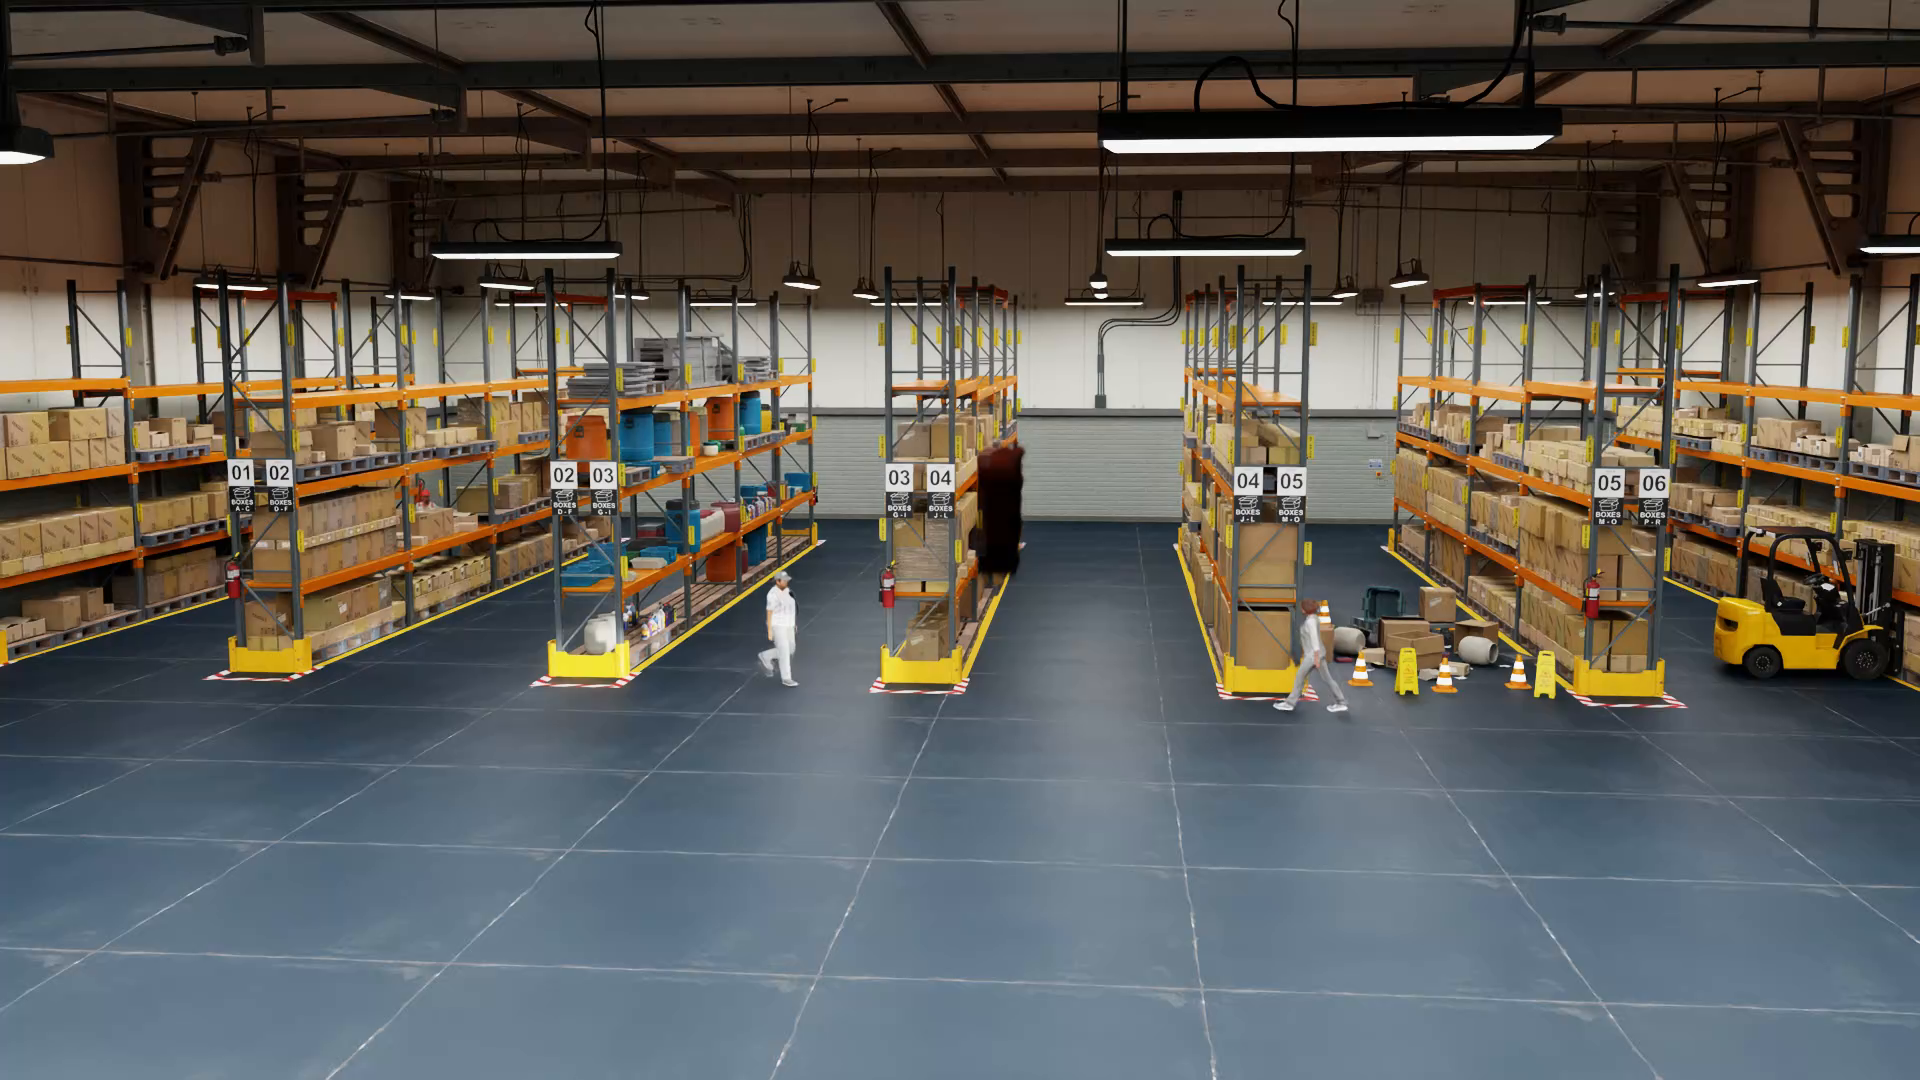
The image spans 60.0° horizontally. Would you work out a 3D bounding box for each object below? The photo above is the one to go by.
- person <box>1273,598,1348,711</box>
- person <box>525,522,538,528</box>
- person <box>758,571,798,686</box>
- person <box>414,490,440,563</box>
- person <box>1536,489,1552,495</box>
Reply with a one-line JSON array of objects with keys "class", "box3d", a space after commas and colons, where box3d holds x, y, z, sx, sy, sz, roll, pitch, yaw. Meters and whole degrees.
[{"class": "person", "box3d": [4.705, 1.530, 22.220, 0.976, 1.528, 0.462, 3, 7, 22]}, {"class": "person", "box3d": [-10.601, -0.797, 40.884, 0.520, 1.680, 1.036, 3, 7, 21]}, {"class": "person", "box3d": [-2.620, 1.253, 24.174, 0.842, 1.631, 0.523, 4, 8, 31]}, {"class": "person", "box3d": [-11.487, -0.215, 35.642, 0.647, 1.721, 1.050, 0, 7, 1]}, {"class": "person", "box3d": [14.839, -1.014, 42.213, 0.766, 1.759, 0.574, -1, 7, -10]}]
